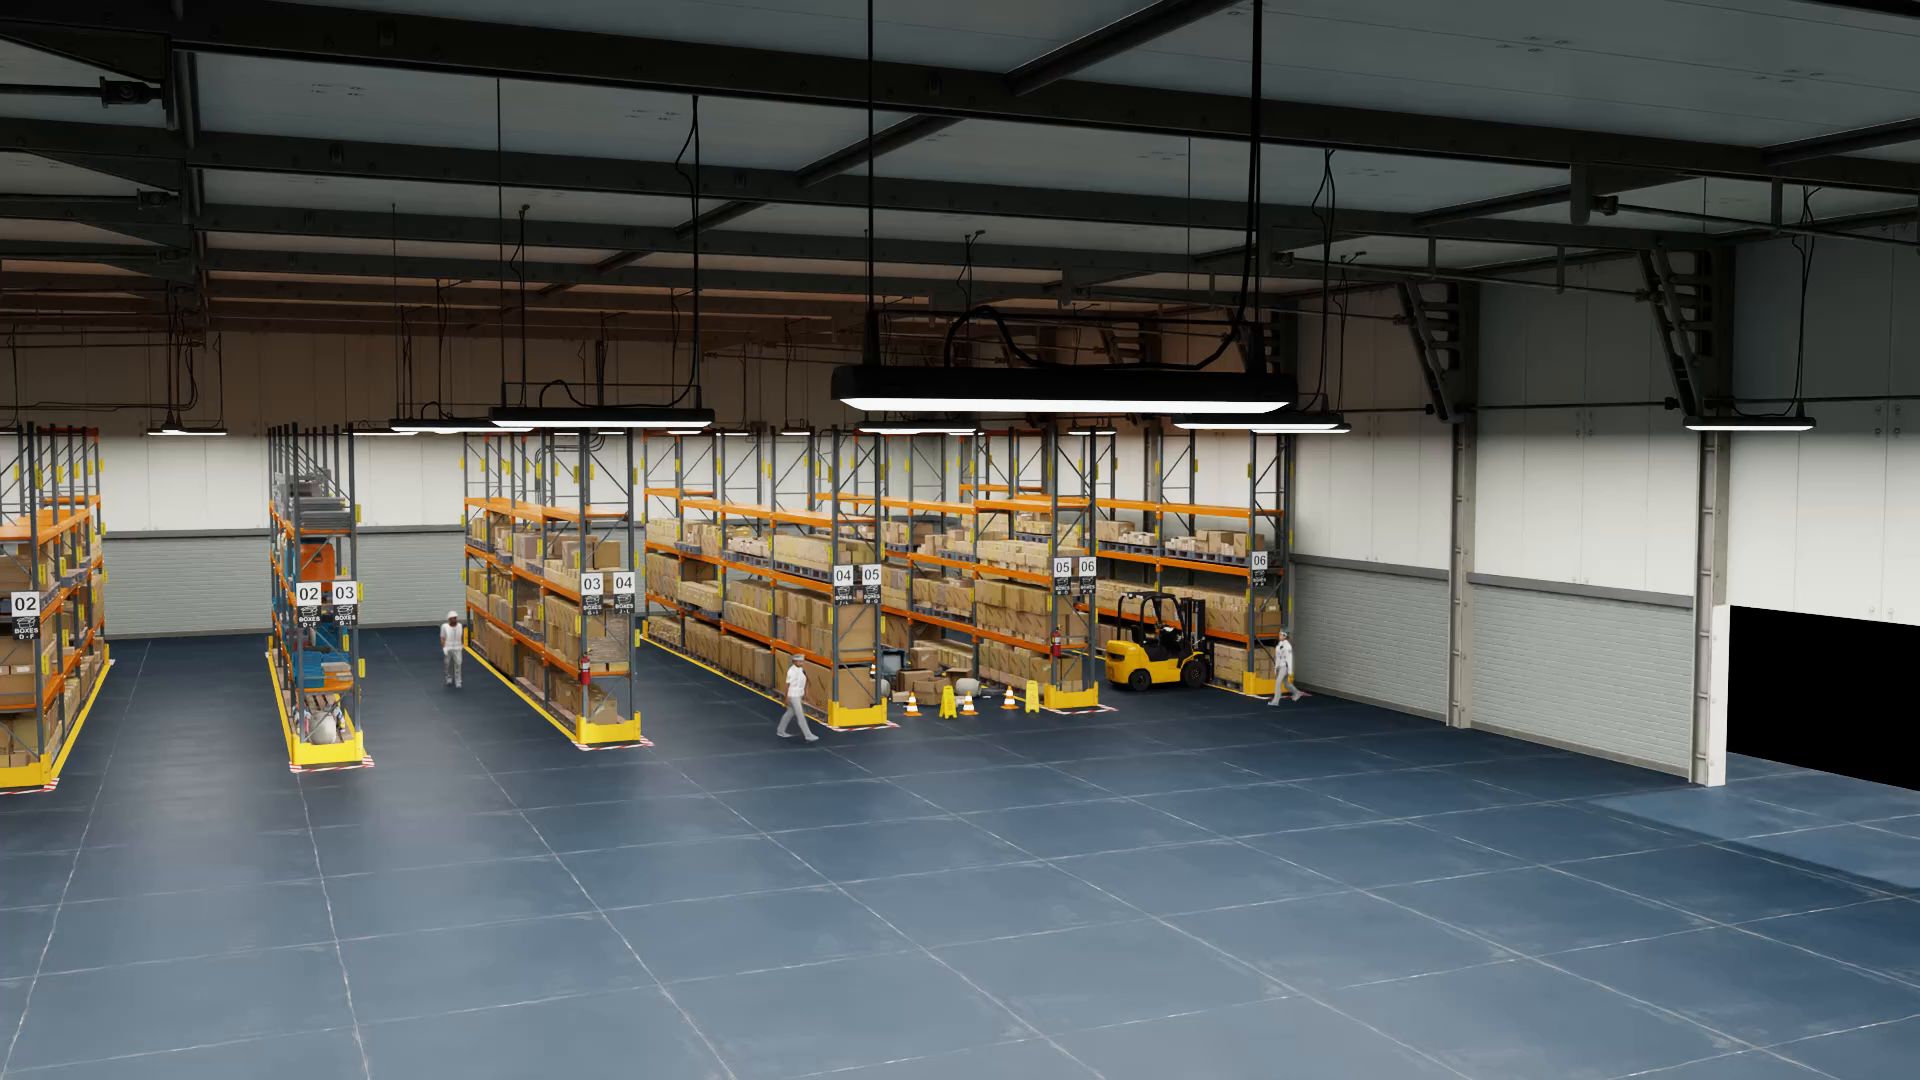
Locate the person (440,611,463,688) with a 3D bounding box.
[{"bbox_3d":[-11.673,2.504,38.195,0.520,1.722,1.069,-1,4,-22],"label":"person"}]

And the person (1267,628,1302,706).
[{"bbox_3d":[6.980,2.716,35.633,0.970,1.632,0.486,-1,4,-23],"label":"person"}]

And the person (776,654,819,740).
[{"bbox_3d":[-3.066,2.962,31.528,0.977,1.616,0.491,1,4,18],"label":"person"}]
